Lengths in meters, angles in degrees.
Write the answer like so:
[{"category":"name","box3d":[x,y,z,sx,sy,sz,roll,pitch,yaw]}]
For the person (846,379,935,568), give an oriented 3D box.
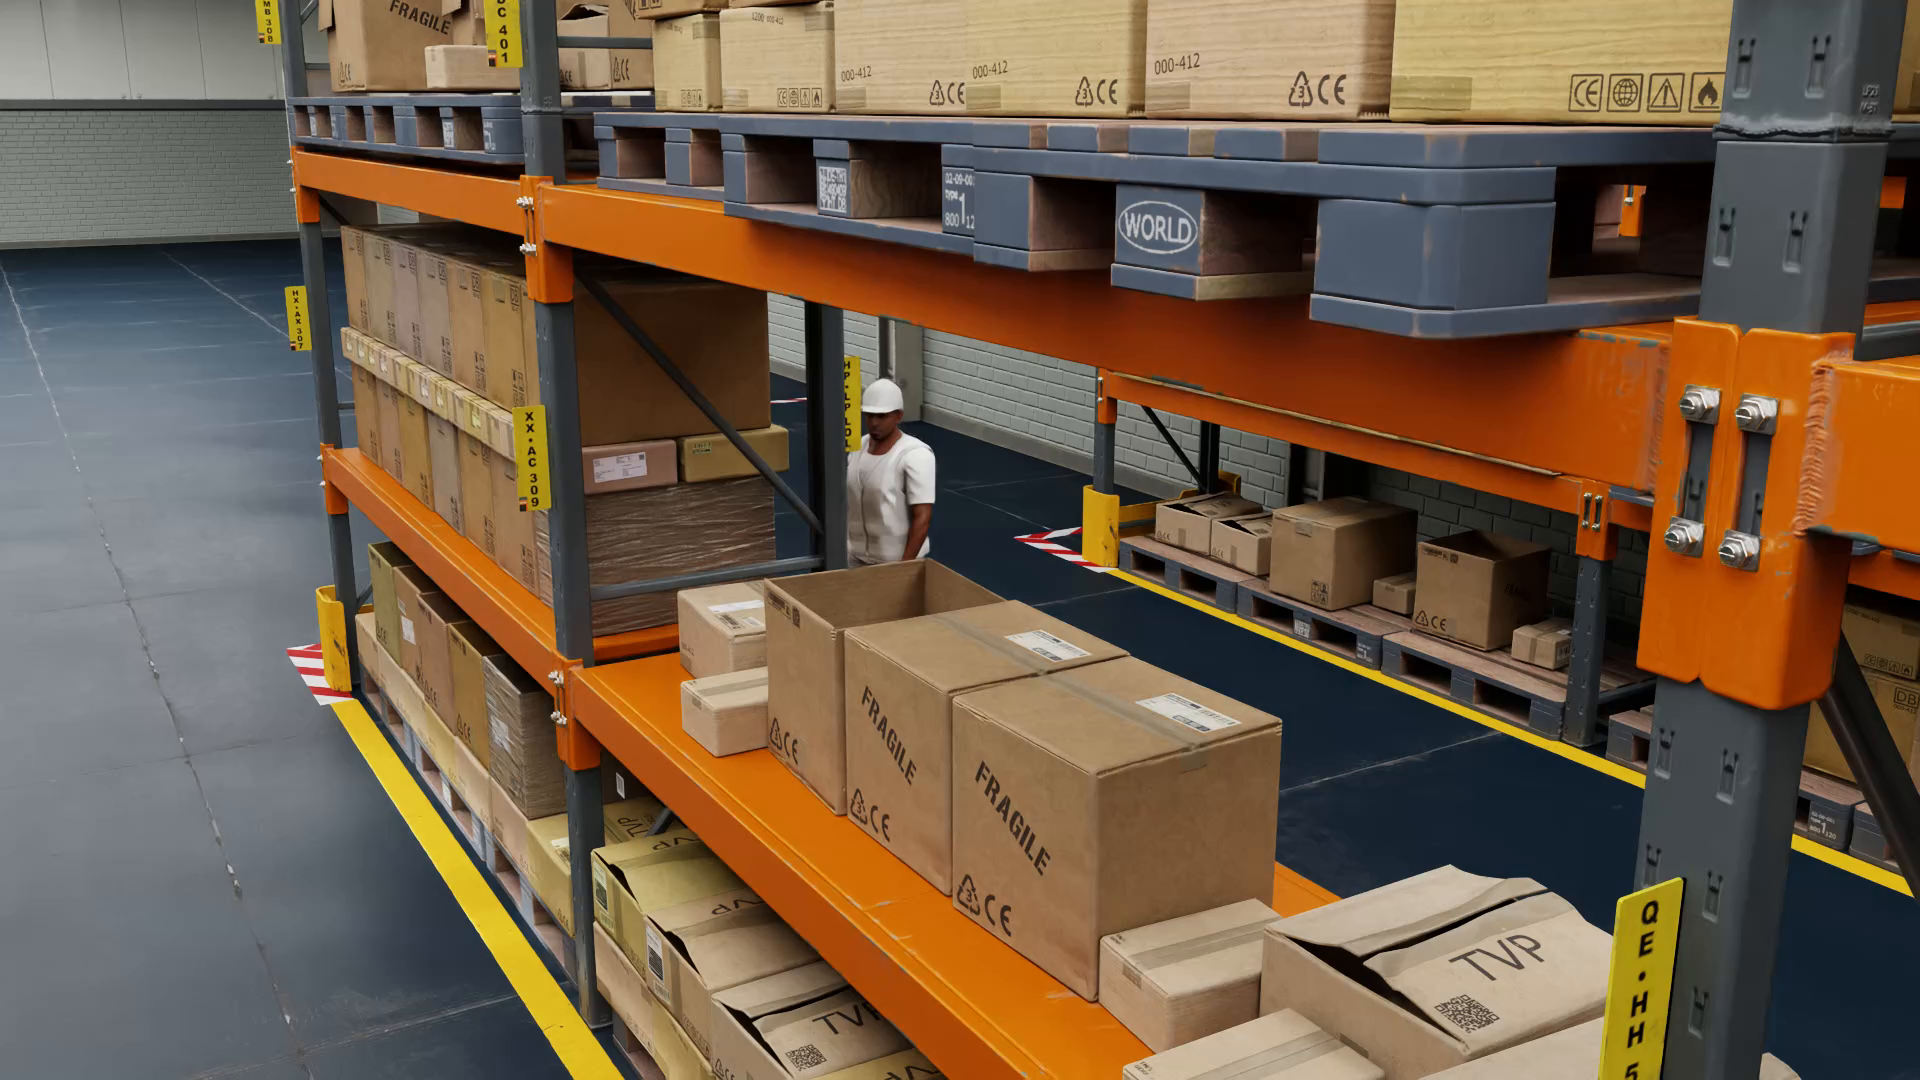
[{"category":"person","box3d":[-0.442,0.086,8.114,0.605,1.720,0.975,11,18,36]}]
